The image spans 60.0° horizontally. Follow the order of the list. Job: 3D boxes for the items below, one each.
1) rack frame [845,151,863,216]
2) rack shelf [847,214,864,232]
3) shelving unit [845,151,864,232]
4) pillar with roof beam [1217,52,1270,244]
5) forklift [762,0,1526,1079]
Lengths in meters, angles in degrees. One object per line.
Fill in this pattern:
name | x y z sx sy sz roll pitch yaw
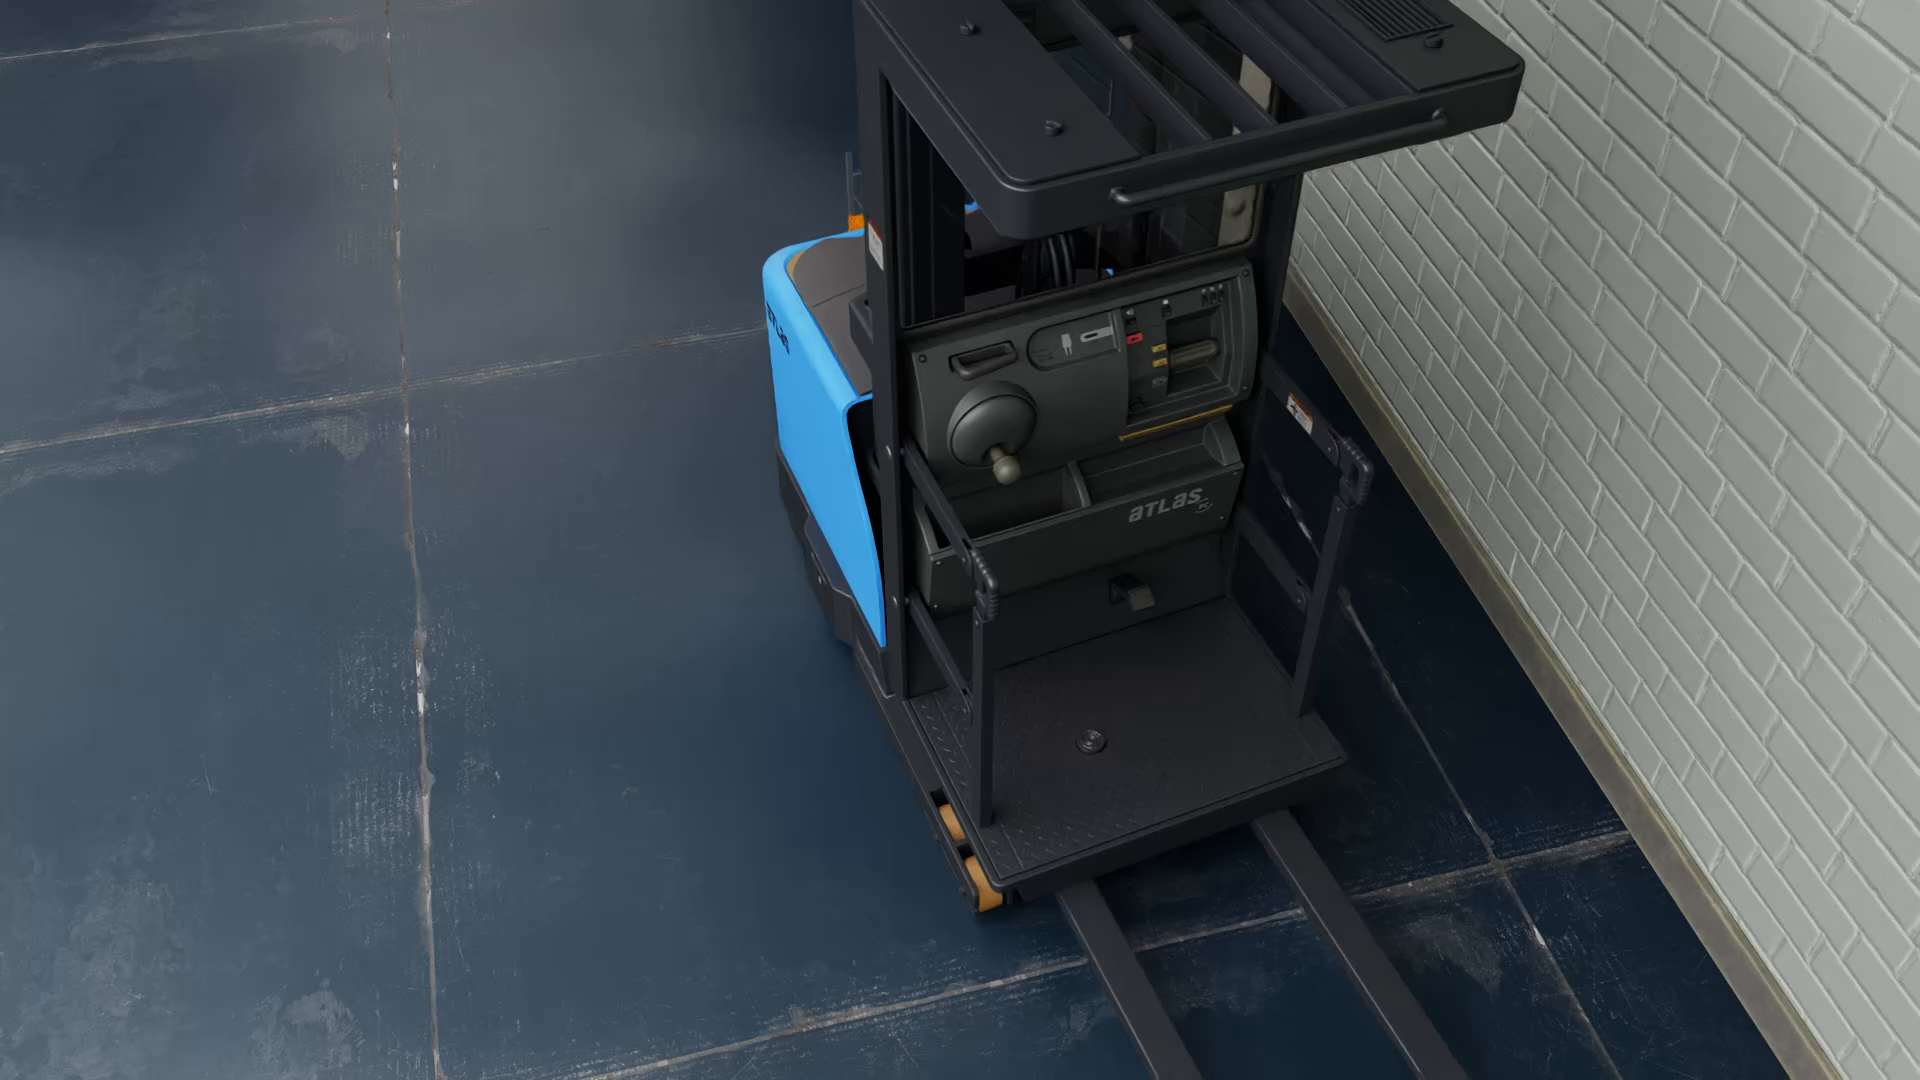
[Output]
rack frame | -0.252 -0.841 5.735 0.240 1.200 0.006 -17 48 -16
rack shelf | -0.217 -1.002 5.450 0.258 0.103 0.180 -17 48 -16
shelving unit | -0.217 -0.781 5.675 0.258 1.200 0.189 -17 48 -16
pillar with roof beam | -3.067 -3.552 2.930 9.100 9.000 0.400 -11 47 -10
forklift | 0.410 -0.326 4.017 1.130 2.935 3.031 -17 48 -16
